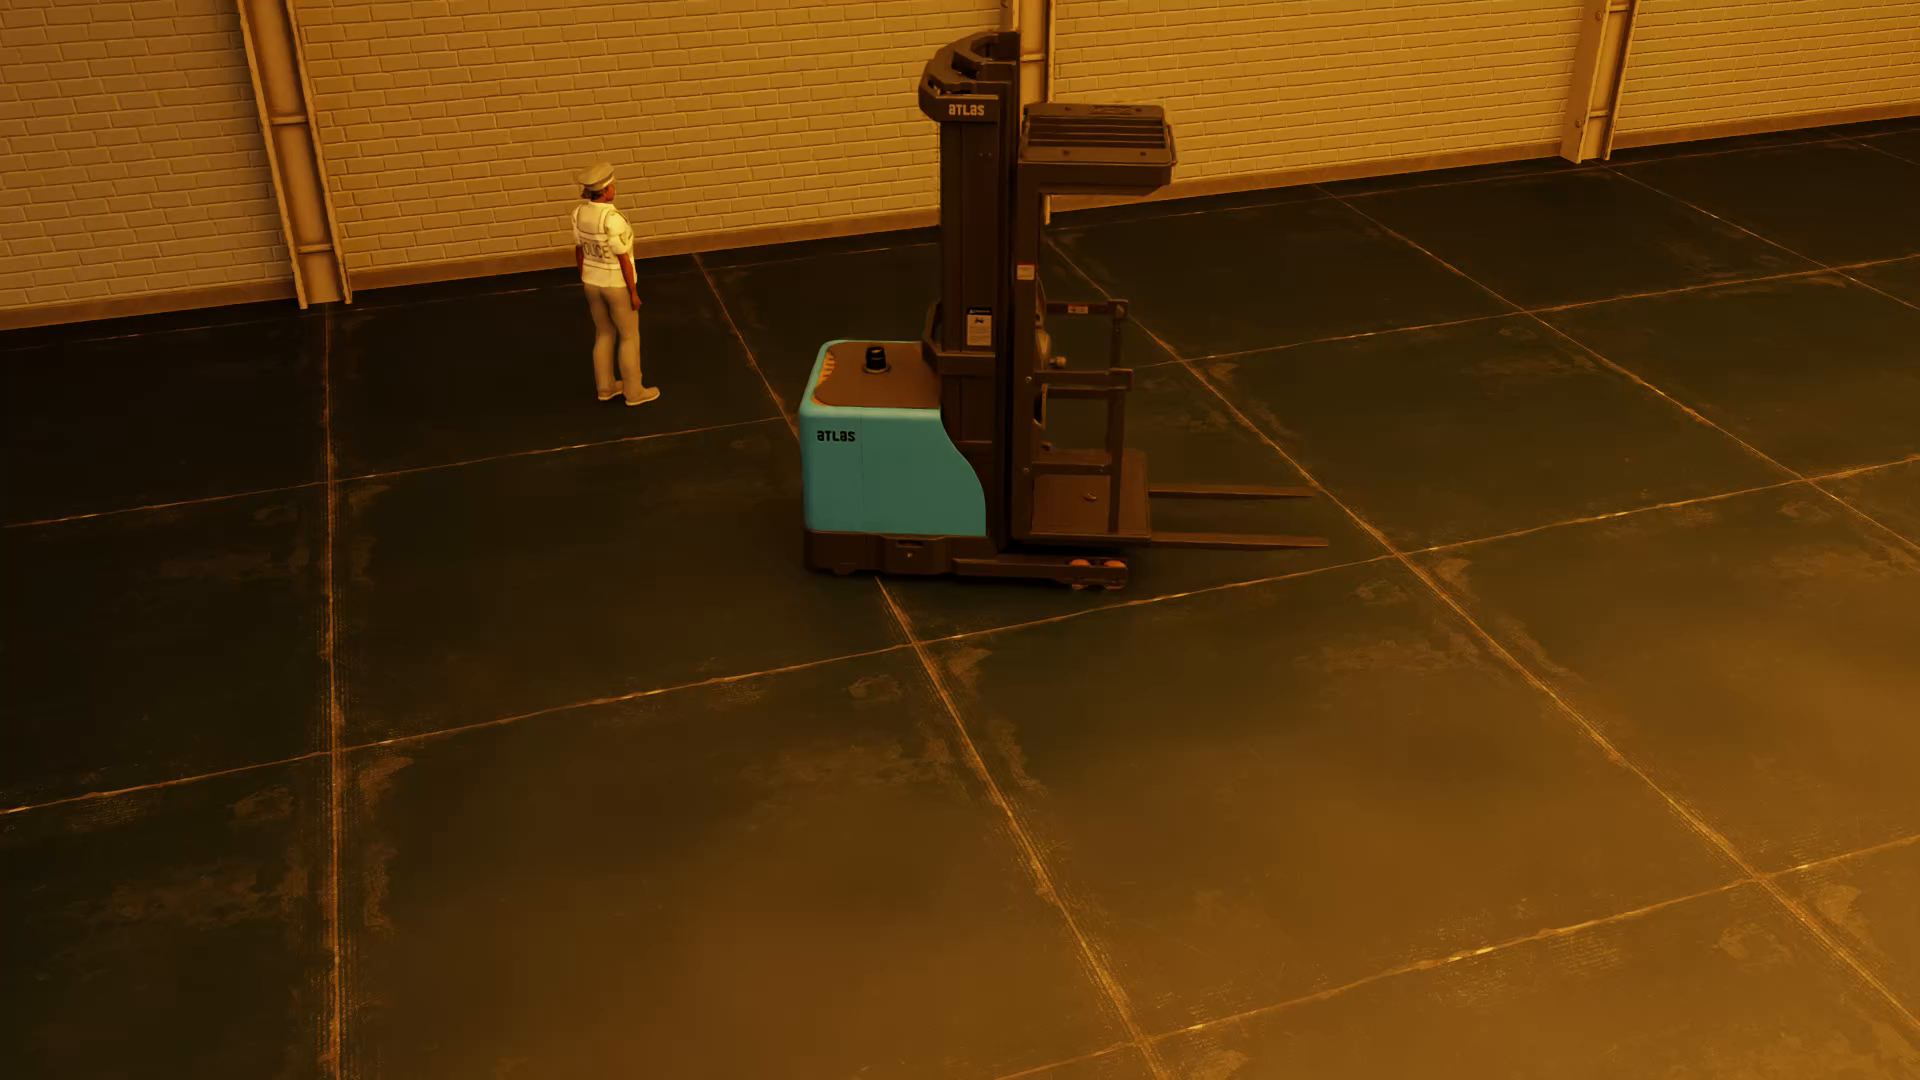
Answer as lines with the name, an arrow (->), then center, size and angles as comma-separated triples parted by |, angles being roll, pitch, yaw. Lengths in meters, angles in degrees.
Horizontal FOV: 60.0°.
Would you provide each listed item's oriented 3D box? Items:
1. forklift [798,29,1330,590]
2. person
forklift -> 0.631, -1.260, 9.277 | 3.031, 2.935, 1.130 | 2, 30, 3
person -> -2.376, -1.740, 11.365 | 0.475, 1.688, 0.349 | 16, 34, 26
